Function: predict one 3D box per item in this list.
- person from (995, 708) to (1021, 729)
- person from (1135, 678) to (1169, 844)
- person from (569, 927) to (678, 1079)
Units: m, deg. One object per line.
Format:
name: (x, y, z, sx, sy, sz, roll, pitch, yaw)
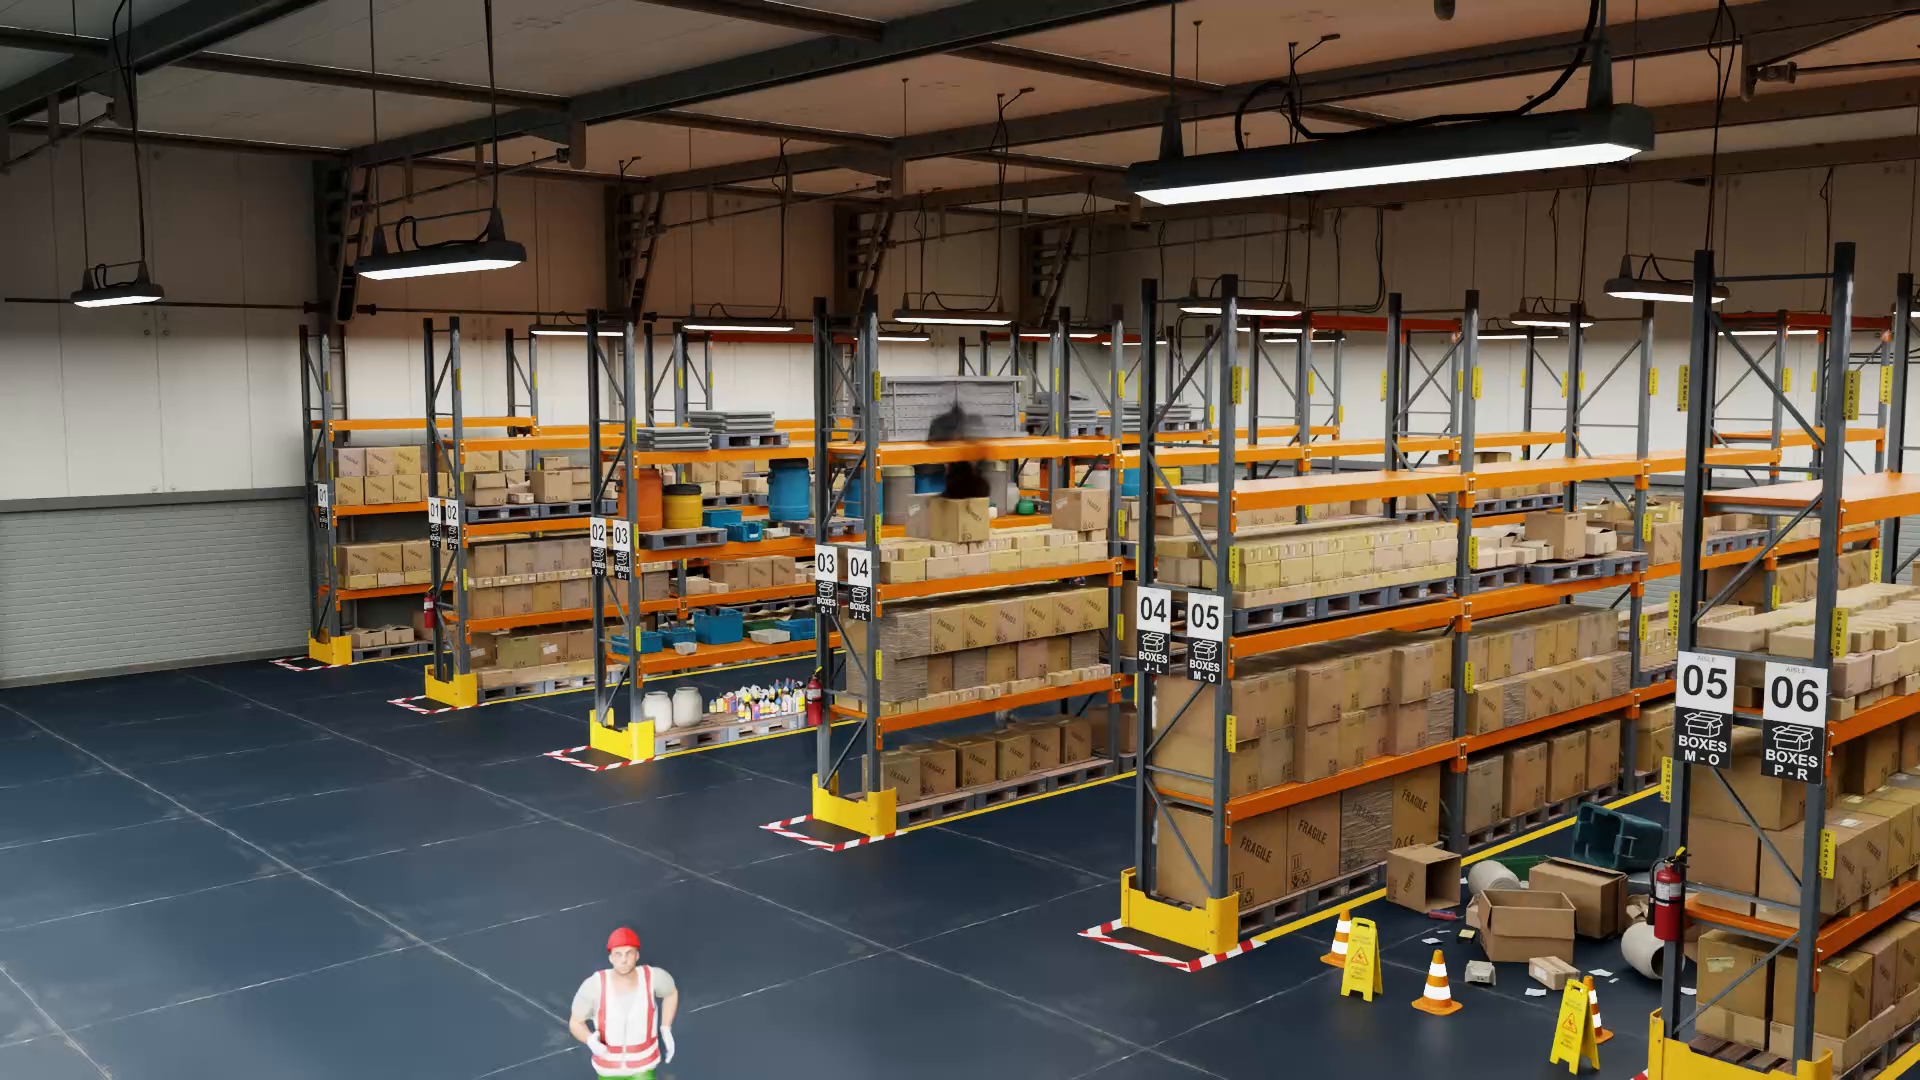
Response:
person: (0.623, 2.010, 22.670, 0.651, 1.725, 0.583, 5, 8, 43)
person: (2.278, 2.408, 18.537, 0.706, 1.841, 0.826, 4, 7, 36)
person: (-2.058, 3.257, 10.177, 0.633, 1.840, 0.777, -1, 6, -5)
